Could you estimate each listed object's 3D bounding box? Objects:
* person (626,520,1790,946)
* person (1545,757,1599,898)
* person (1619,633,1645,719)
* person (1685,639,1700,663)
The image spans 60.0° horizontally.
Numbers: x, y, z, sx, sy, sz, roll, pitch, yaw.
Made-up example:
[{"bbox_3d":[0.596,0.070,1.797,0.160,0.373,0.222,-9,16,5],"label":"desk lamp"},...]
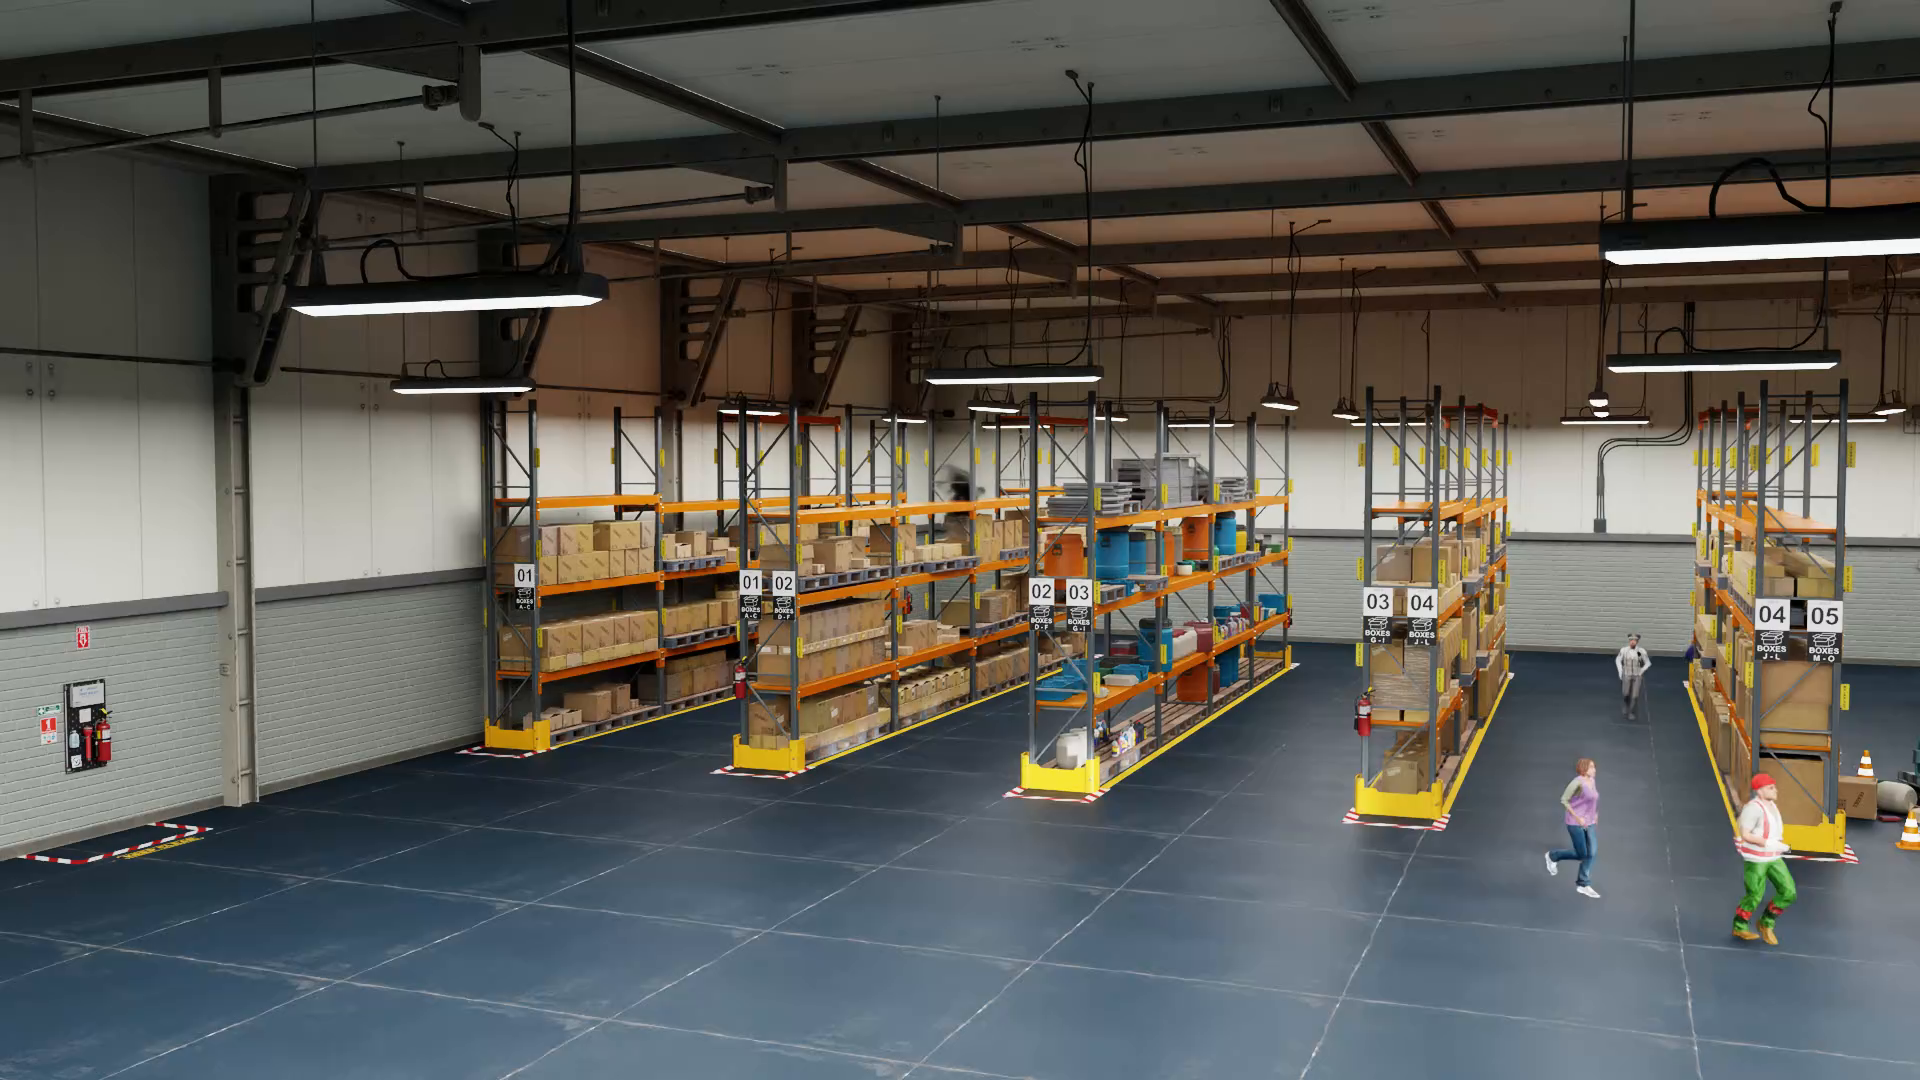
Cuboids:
[{"bbox_3d":[1.014,1.903,24.365,6.294,3.814,20.622,-2,3,-28],"label":"person"},{"bbox_3d":[7.119,3.284,19.221,0.565,1.577,0.696,-2,4,-39],"label":"person"},{"bbox_3d":[12.864,2.603,31.832,0.479,1.663,0.534,1,3,23],"label":"person"},{"bbox_3d":[16.666,2.383,37.534,0.514,1.539,0.743,1,3,16],"label":"person"}]
